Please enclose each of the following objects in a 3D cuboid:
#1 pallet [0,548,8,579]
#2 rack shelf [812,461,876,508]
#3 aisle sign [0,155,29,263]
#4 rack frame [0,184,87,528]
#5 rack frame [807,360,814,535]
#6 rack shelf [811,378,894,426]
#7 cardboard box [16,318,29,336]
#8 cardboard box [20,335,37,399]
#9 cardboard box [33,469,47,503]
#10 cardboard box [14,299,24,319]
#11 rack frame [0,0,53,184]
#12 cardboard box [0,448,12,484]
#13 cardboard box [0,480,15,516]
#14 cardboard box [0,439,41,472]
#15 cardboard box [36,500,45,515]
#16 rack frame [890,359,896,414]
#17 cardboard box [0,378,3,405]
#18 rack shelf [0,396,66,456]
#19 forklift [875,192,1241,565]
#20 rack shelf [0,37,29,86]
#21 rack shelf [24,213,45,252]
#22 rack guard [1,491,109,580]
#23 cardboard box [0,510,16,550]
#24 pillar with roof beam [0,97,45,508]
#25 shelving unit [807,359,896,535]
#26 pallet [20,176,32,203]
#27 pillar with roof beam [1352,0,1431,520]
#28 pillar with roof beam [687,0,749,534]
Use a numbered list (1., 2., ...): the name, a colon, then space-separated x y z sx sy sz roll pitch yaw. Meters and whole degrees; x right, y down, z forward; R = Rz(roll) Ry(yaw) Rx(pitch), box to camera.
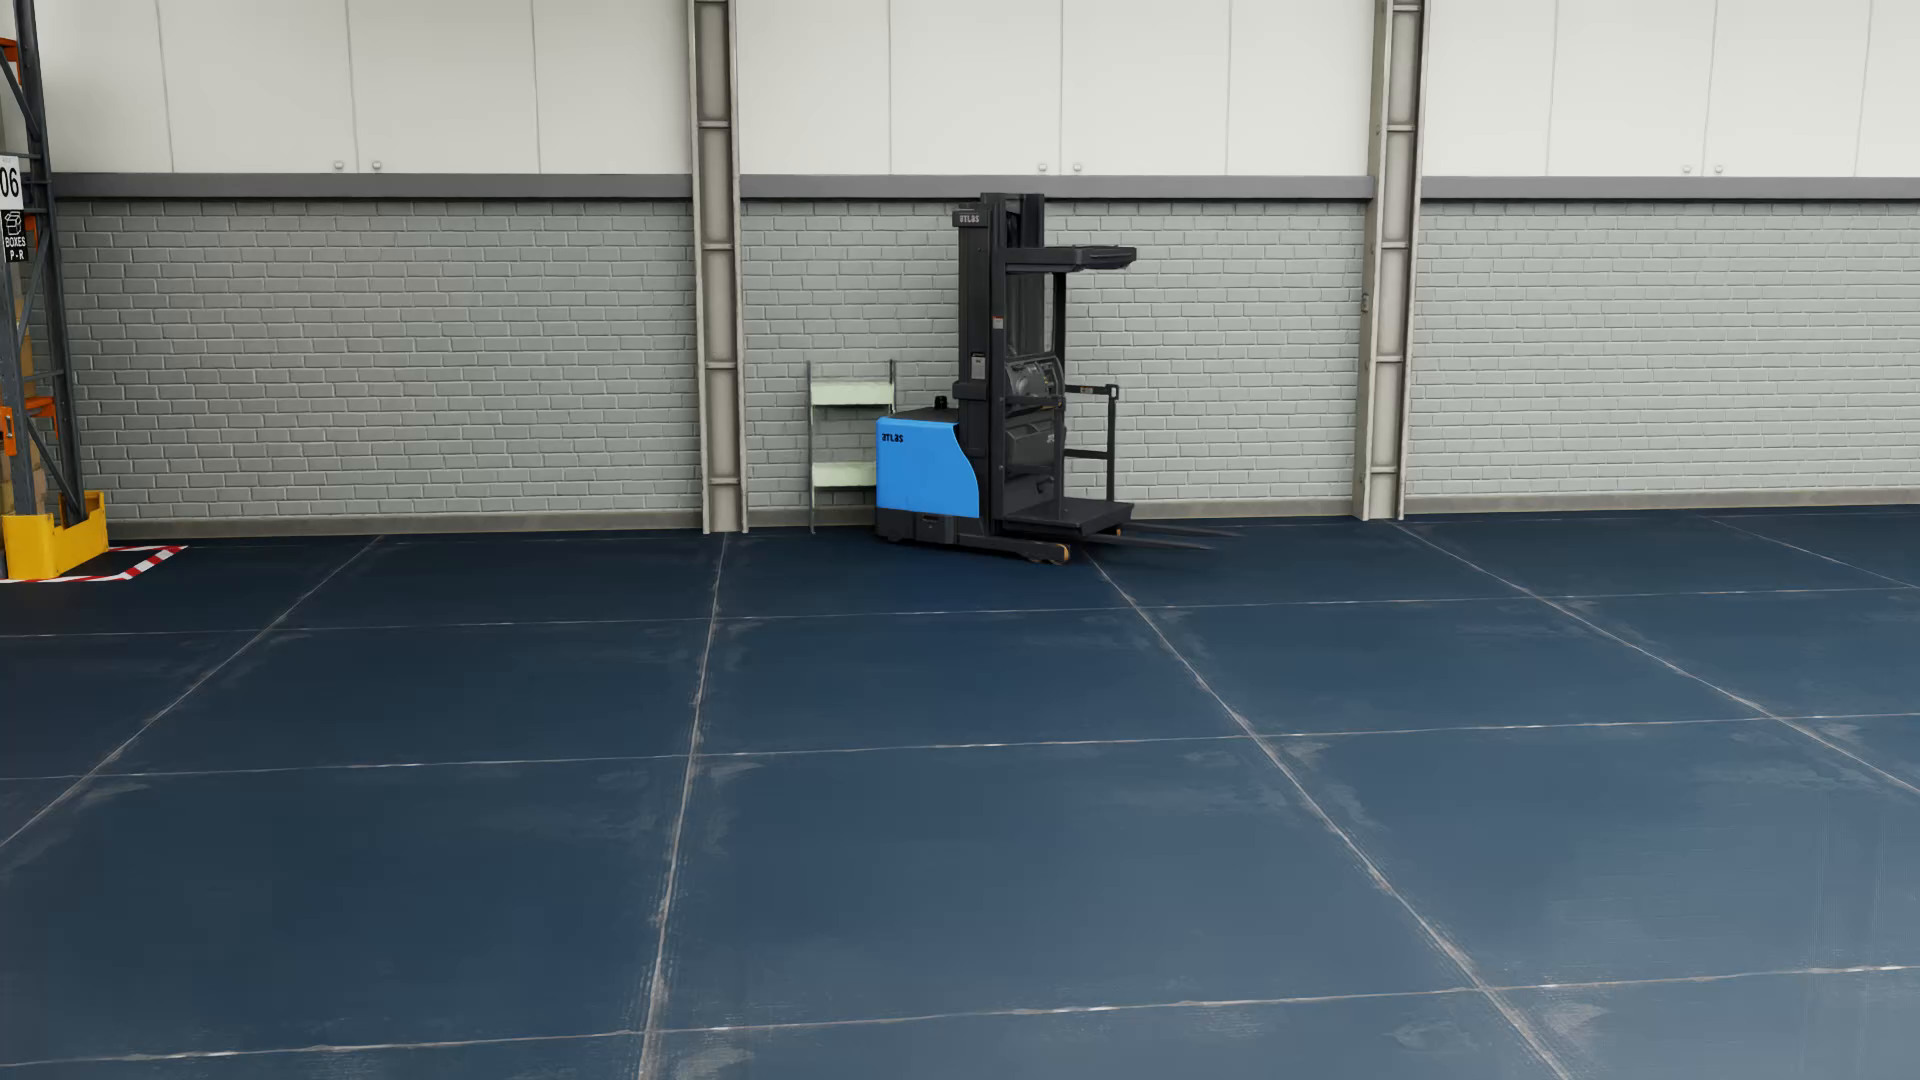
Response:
1. pallet: -8.015 0.115 13.237 1.213 0.211 1.003 -1 11 -6
2. rack shelf: -0.953 -0.509 14.740 0.720 0.370 0.431 -1 11 -7
3. aisle sign: -7.163 -2.498 12.559 0.004 0.787 0.394 -1 11 -6
4. rack frame: -7.260 -1.277 13.089 0.127 3.000 1.000 -1 11 -6
5. rack frame: -1.317 -0.821 14.638 0.023 1.500 0.400 -1 11 -7
6. rack shelf: -0.954 -1.213 14.610 0.720 0.370 0.431 -1 11 -7
7. cardboard box: -7.625 -1.687 13.234 0.250 0.149 0.380 -1 11 -8
8. cardboard box: -7.782 -1.369 13.298 0.500 0.500 0.500 -1 11 -4
9. cardboard box: -7.750 -0.410 13.419 0.500 0.250 0.500 -1 11 -5
10. cardboard box: -7.617 -1.825 13.161 0.250 0.149 0.380 -1 11 -7
11. rack frame: -7.260 -4.221 12.511 0.127 3.000 1.000 -1 11 -6
12. cardboard box: -7.684 -0.555 12.865 0.500 0.250 0.500 -1 11 -4
13. cardboard box: -7.710 -0.309 12.909 0.500 0.250 0.500 -1 11 -7
14. cardboard box: -7.758 -0.651 13.351 0.500 0.250 0.500 -1 11 -7
15. cardboard box: -7.769 -0.162 13.453 0.500 0.250 0.500 -1 11 -6
16. rack frame: -0.590 -0.837 14.723 0.023 1.500 0.400 -1 11 -7
17. cardboard box: -7.721 -1.266 12.771 0.500 0.500 0.500 -1 11 -7
18. rack shelf: -9.248 -0.883 12.947 4.000 0.370 1.077 -1 11 -6
19. forklift: 0.801 -1.355 13.664 3.031 2.935 1.130 6 13 30
20. rack shelf: -9.248 -3.630 12.407 4.000 0.370 1.077 -1 11 -6
21. rack shelf: -9.248 -2.355 12.658 4.000 0.370 1.077 -1 11 -6
22. rack guard: -7.236 -0.051 13.333 0.348 0.500 1.175 -1 11 -6
23. cardboard box: -7.693 -0.064 12.956 0.500 0.250 0.500 -1 11 -6
24. pillar with roof beam: -7.584 -3.554 9.117 0.400 9.000 9.100 -1 11 -6
25. shelving unit: -0.954 -0.829 14.681 0.755 1.500 0.431 -1 11 -7
26. pallet: -7.965 -2.696 12.759 1.213 0.211 1.003 -1 11 -6
27. pillar with roof beam: 4.345 -3.804 10.388 0.400 9.000 9.100 -1 11 -6
28. pillar with roof beam: -1.619 -3.679 9.753 0.400 9.000 9.100 -1 11 -6
